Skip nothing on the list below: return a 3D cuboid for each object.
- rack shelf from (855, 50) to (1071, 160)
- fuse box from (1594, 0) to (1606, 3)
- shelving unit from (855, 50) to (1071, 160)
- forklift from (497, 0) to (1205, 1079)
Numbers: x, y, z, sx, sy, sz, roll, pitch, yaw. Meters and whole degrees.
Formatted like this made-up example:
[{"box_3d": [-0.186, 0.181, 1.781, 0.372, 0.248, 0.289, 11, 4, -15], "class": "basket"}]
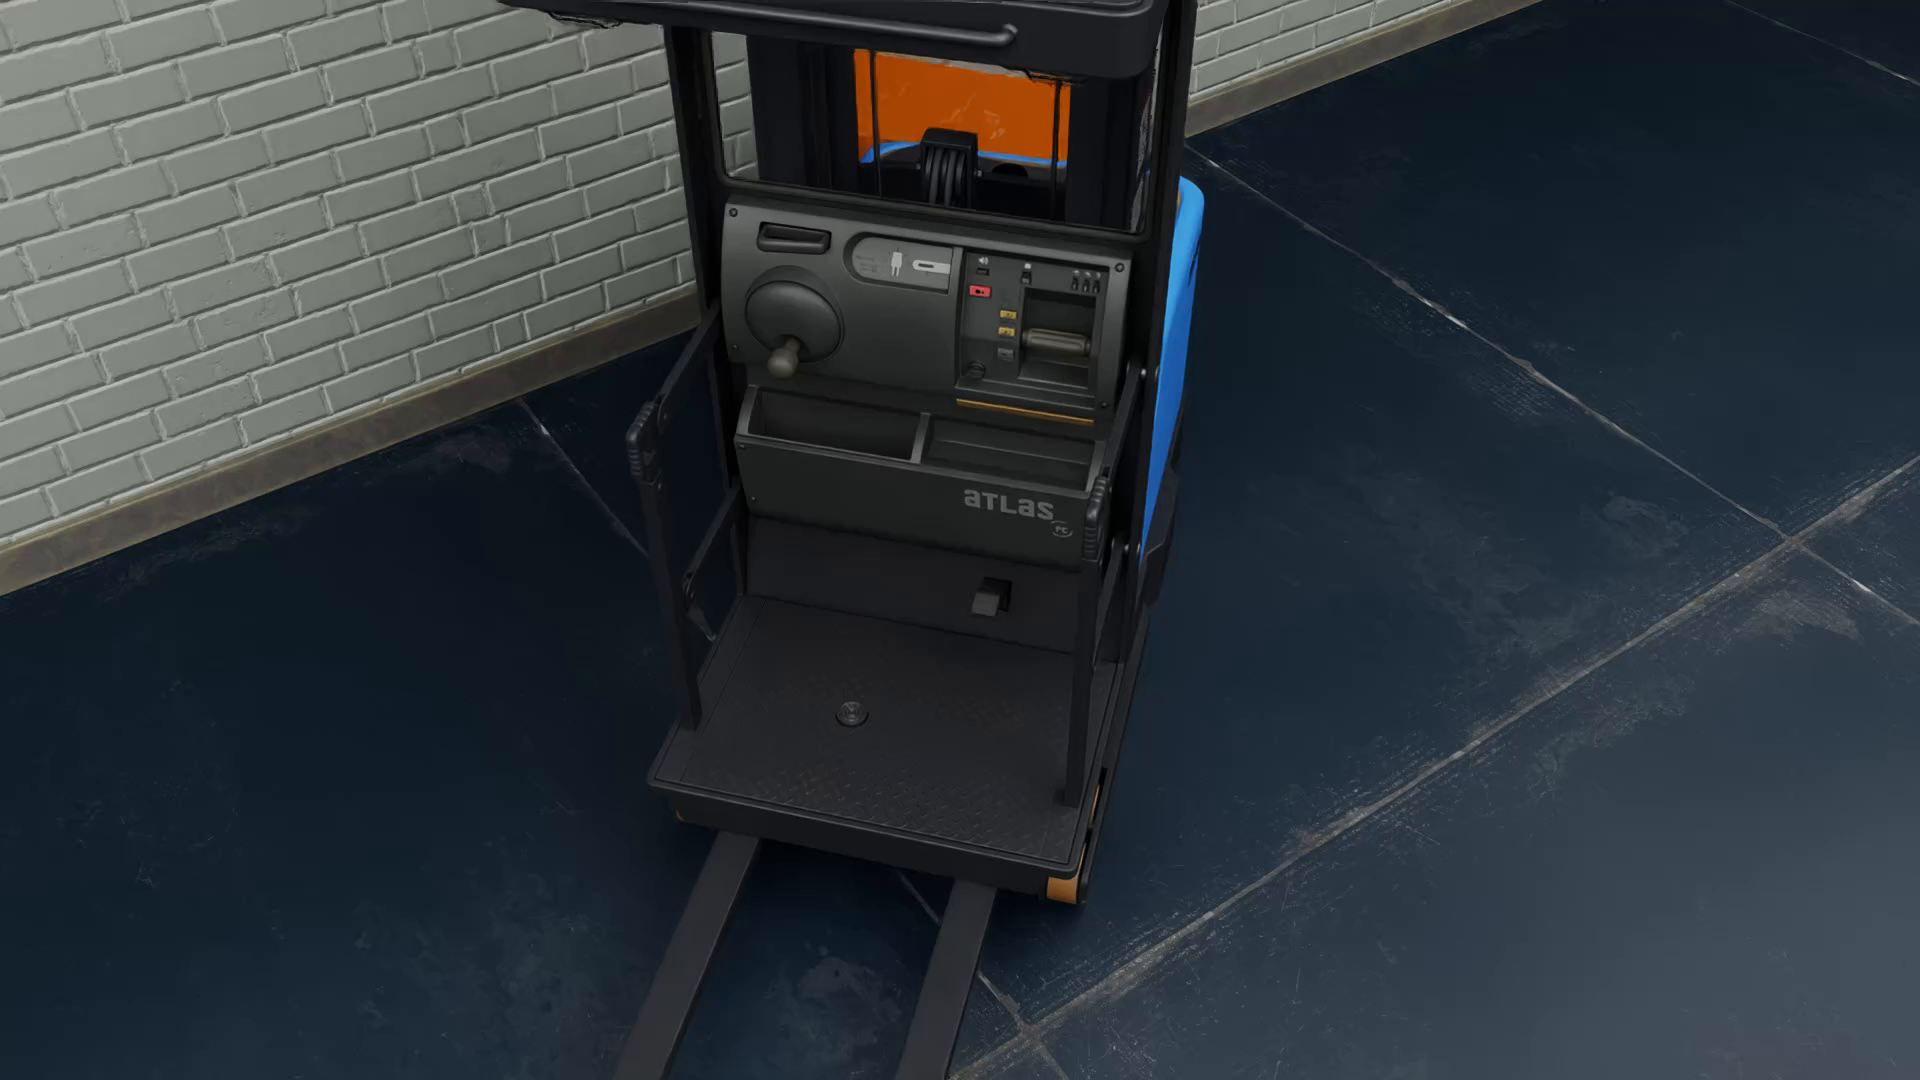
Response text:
[{"box_3d": [0.020, -1.281, 5.353, 1.000, 0.278, 0.538, 13, 45, 13], "class": "rack shelf"}, {"box_3d": [3.099, -3.199, 7.361, 0.539, 1.711, 0.414, -26, 49, -24], "class": "fuse box"}, {"box_3d": [0.020, -1.069, 5.555, 1.048, 1.125, 0.538, 13, 45, 13], "class": "shelving unit"}, {"box_3d": [-0.139, -0.429, 3.576, 1.130, 2.935, 3.031, 10, 45, 10], "class": "forklift"}]
